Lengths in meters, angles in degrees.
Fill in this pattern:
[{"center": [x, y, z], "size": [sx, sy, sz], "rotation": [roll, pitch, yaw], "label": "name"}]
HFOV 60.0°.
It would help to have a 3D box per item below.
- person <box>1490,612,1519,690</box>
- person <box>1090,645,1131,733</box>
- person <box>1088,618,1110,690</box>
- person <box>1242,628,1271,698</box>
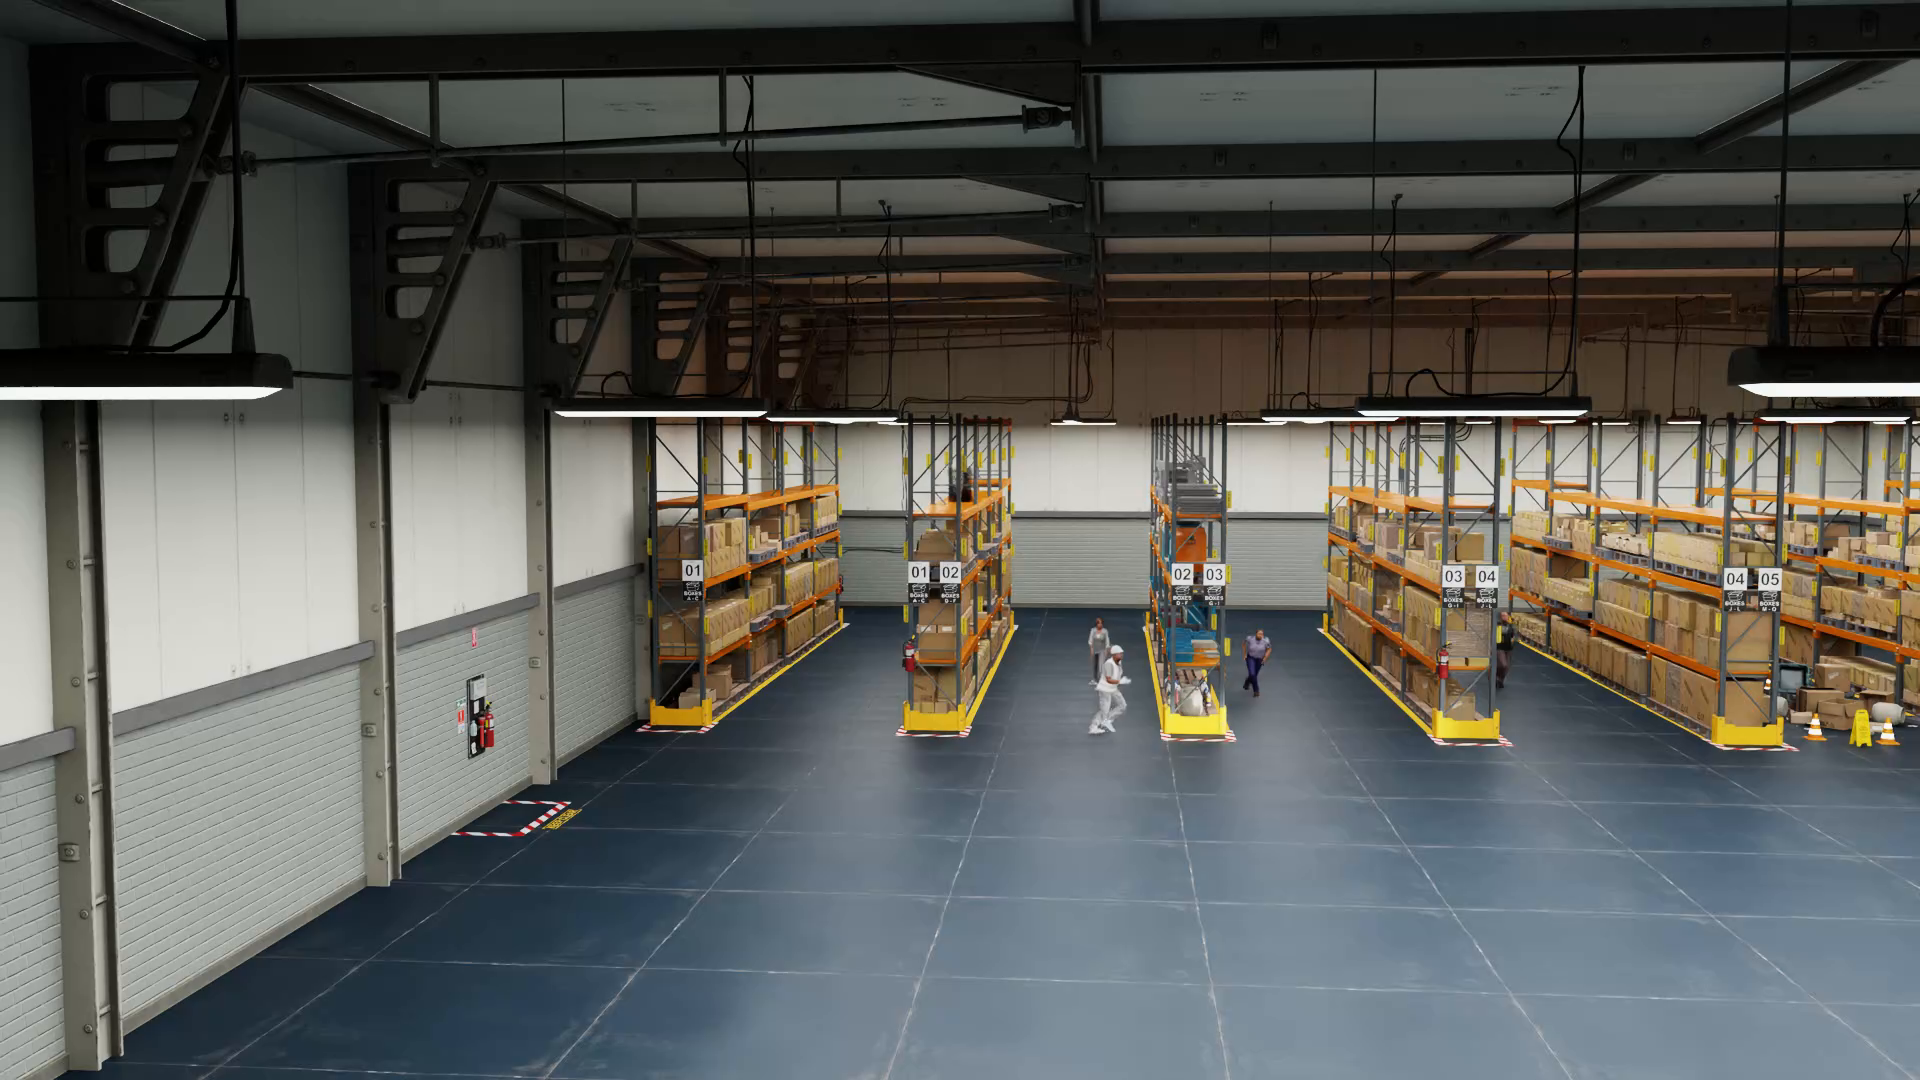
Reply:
[{"center": [11.889, 2.420, 36.328], "size": [0.618, 1.709, 0.690], "rotation": [0, 4, -4], "label": "person"}, {"center": [2.810, 2.780, 30.928], "size": [0.853, 1.675, 0.633], "rotation": [2, 5, 32], "label": "person"}, {"center": [3.012, 2.463, 36.438], "size": [0.492, 1.534, 0.844], "rotation": [1, 4, 18], "label": "person"}, {"center": [6.334, 2.582, 35.718], "size": [0.602, 1.501, 1.001], "rotation": [0, 4, -4], "label": "person"}]
